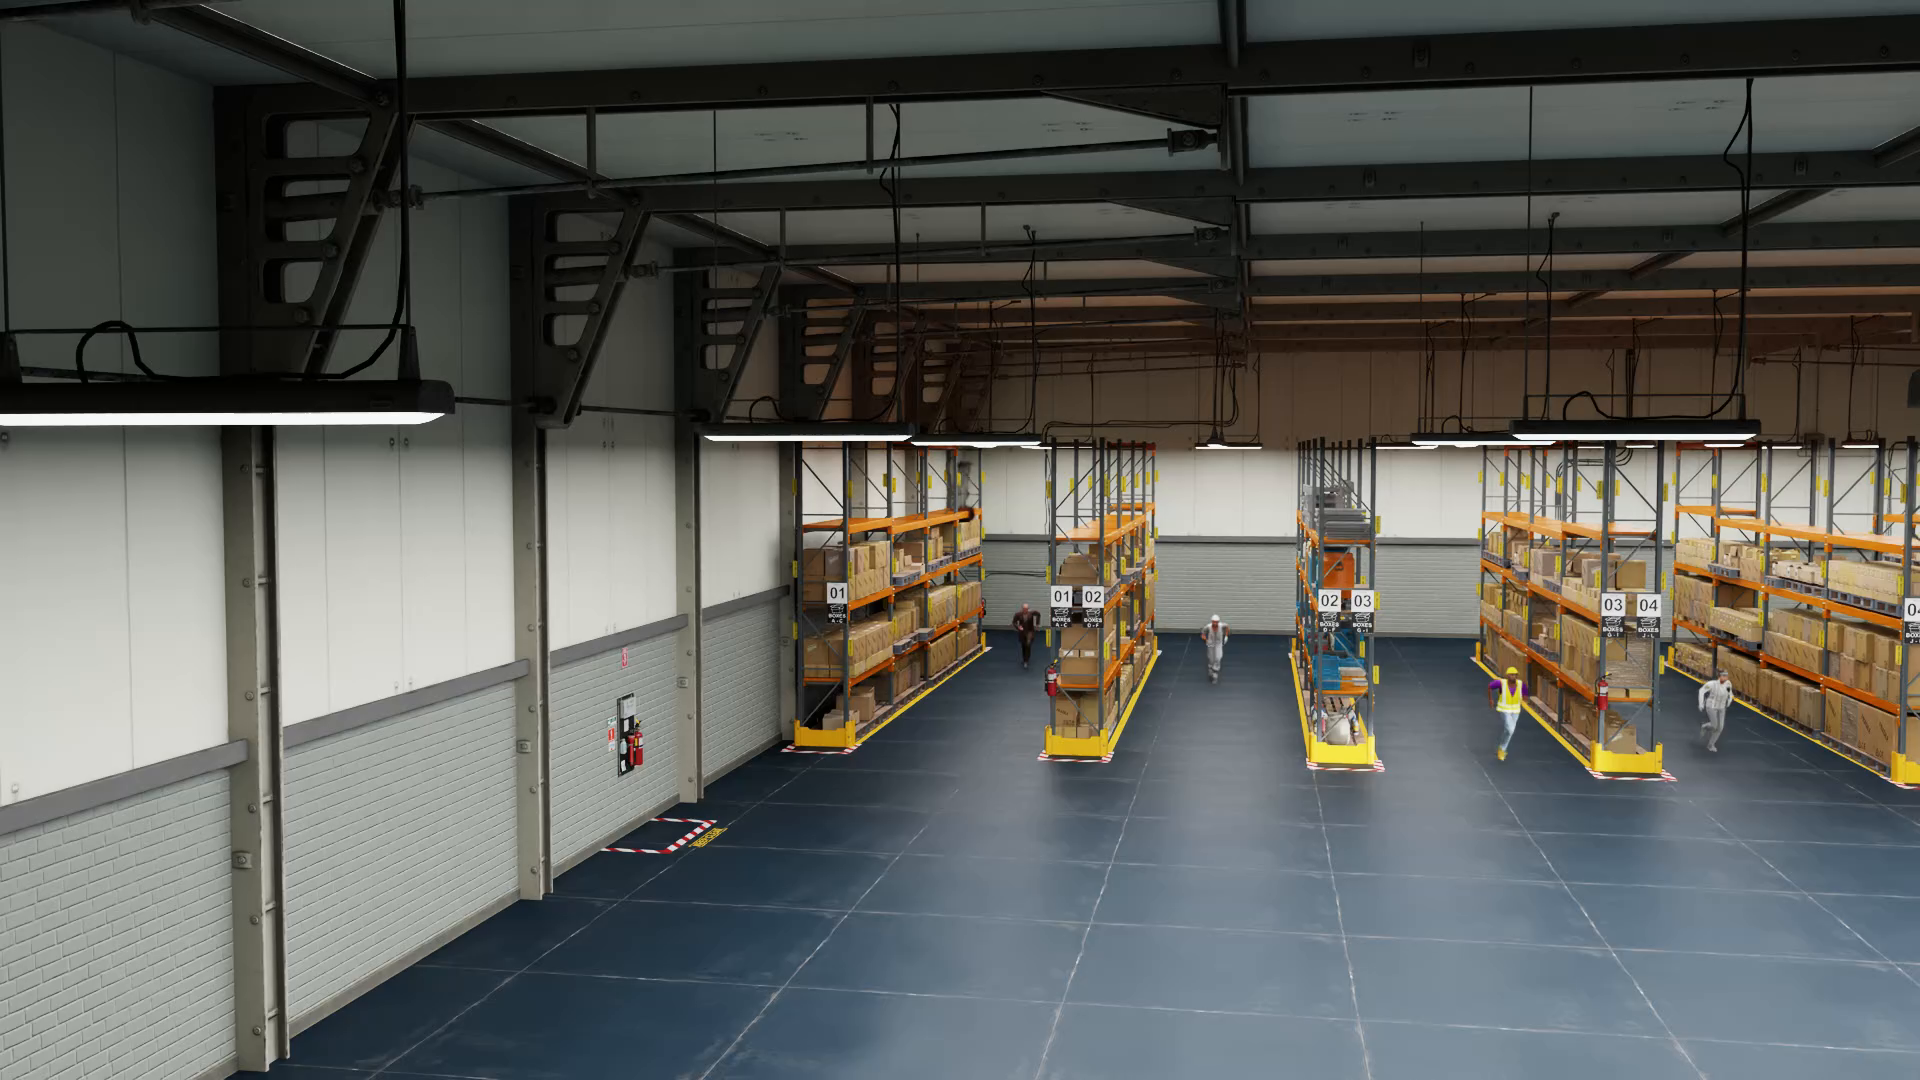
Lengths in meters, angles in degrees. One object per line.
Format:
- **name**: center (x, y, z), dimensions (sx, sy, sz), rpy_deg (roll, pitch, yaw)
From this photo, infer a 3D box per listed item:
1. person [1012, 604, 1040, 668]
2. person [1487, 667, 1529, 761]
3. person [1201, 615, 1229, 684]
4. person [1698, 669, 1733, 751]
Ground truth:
- **person**: center (1.771, 2.543, 44.582), dimensions (0.755, 1.743, 1.064), rpy_deg (0, 3, 2)
- **person**: center (10.191, 3.219, 30.860), dimensions (0.662, 1.762, 0.838), rpy_deg (0, 3, -7)
- **person**: center (6.345, 2.700, 41.516), dimensions (0.704, 1.731, 1.055), rpy_deg (0, 3, 0)
- **person**: center (14.512, 3.246, 31.957), dimensions (0.609, 1.620, 0.694), rpy_deg (-1, 3, -10)
